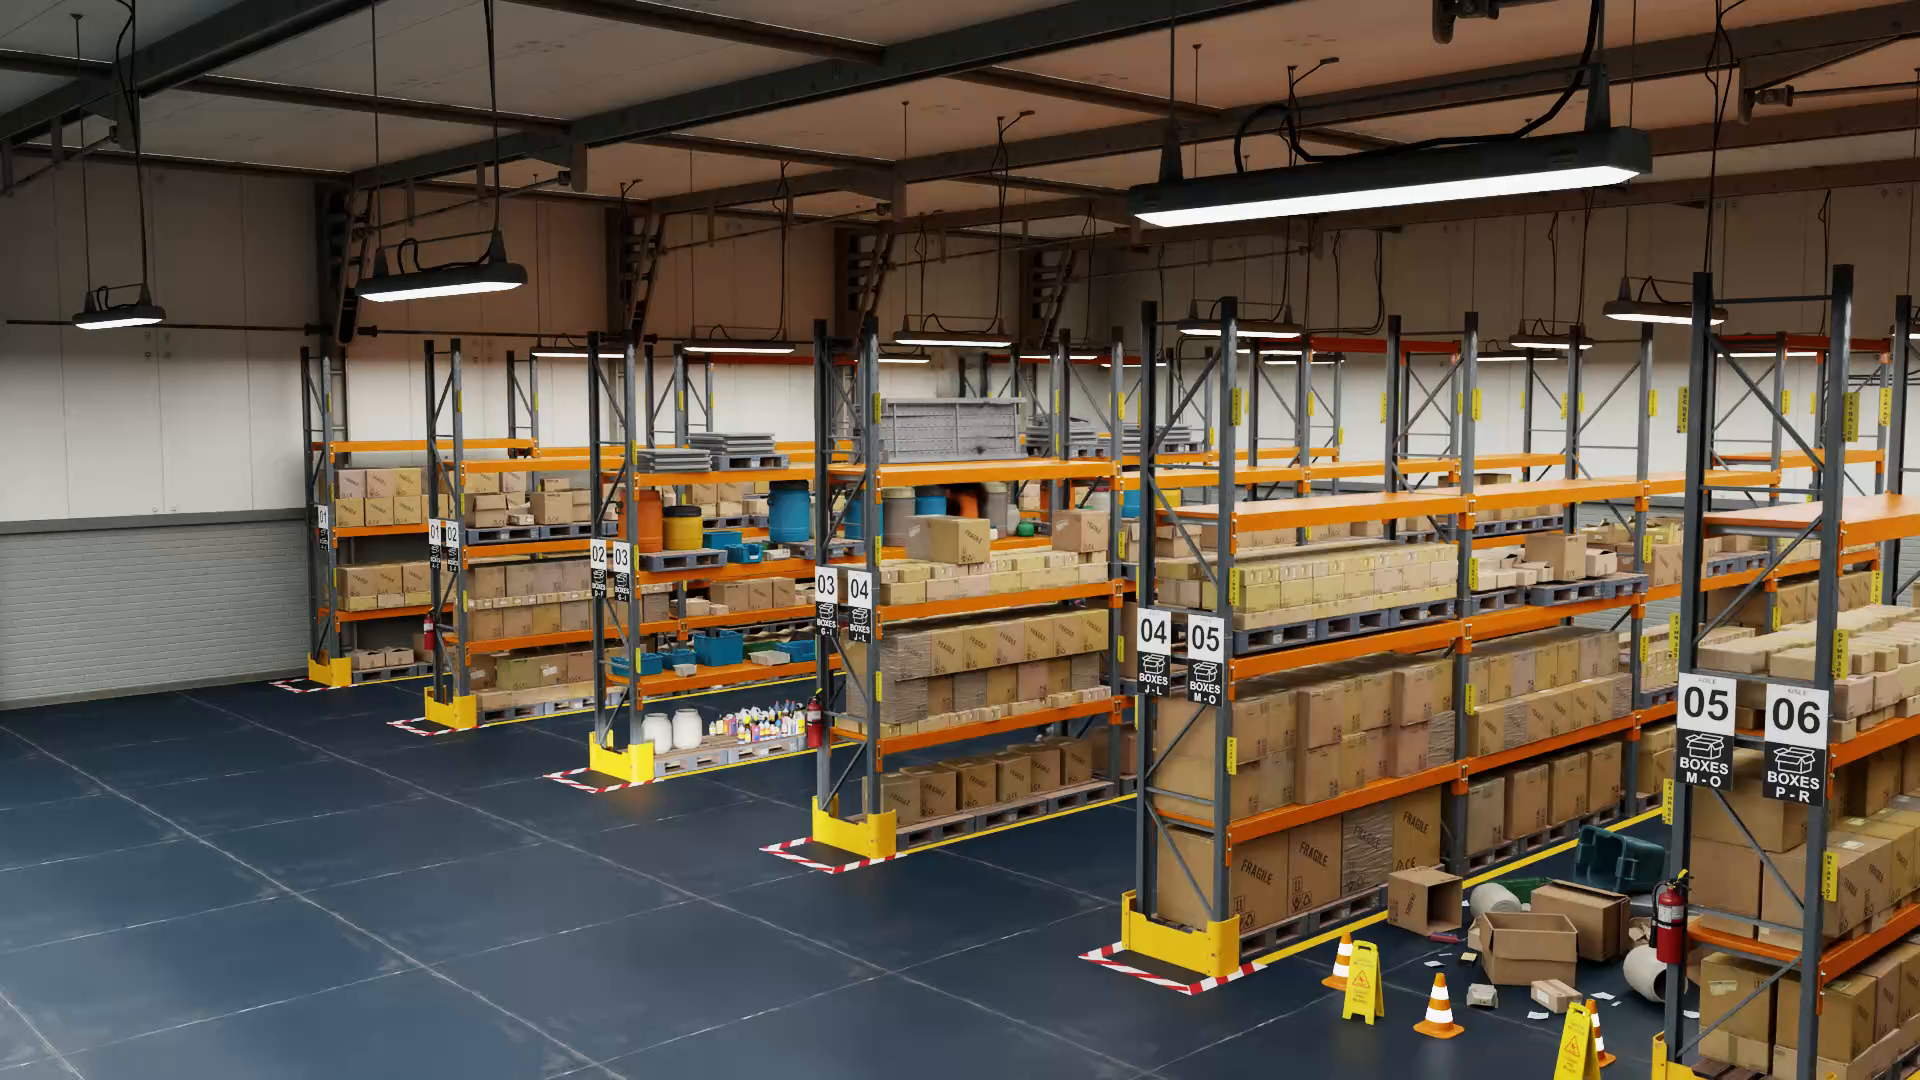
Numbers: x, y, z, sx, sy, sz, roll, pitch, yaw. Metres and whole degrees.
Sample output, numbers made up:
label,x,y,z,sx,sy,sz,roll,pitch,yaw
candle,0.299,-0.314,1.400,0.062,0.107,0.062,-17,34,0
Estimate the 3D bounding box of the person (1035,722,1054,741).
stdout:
label,x,y,z,sx,sy,sz,roll,pitch,yaw
person,1.093,2.046,23.286,0.512,1.567,0.491,5,7,43
